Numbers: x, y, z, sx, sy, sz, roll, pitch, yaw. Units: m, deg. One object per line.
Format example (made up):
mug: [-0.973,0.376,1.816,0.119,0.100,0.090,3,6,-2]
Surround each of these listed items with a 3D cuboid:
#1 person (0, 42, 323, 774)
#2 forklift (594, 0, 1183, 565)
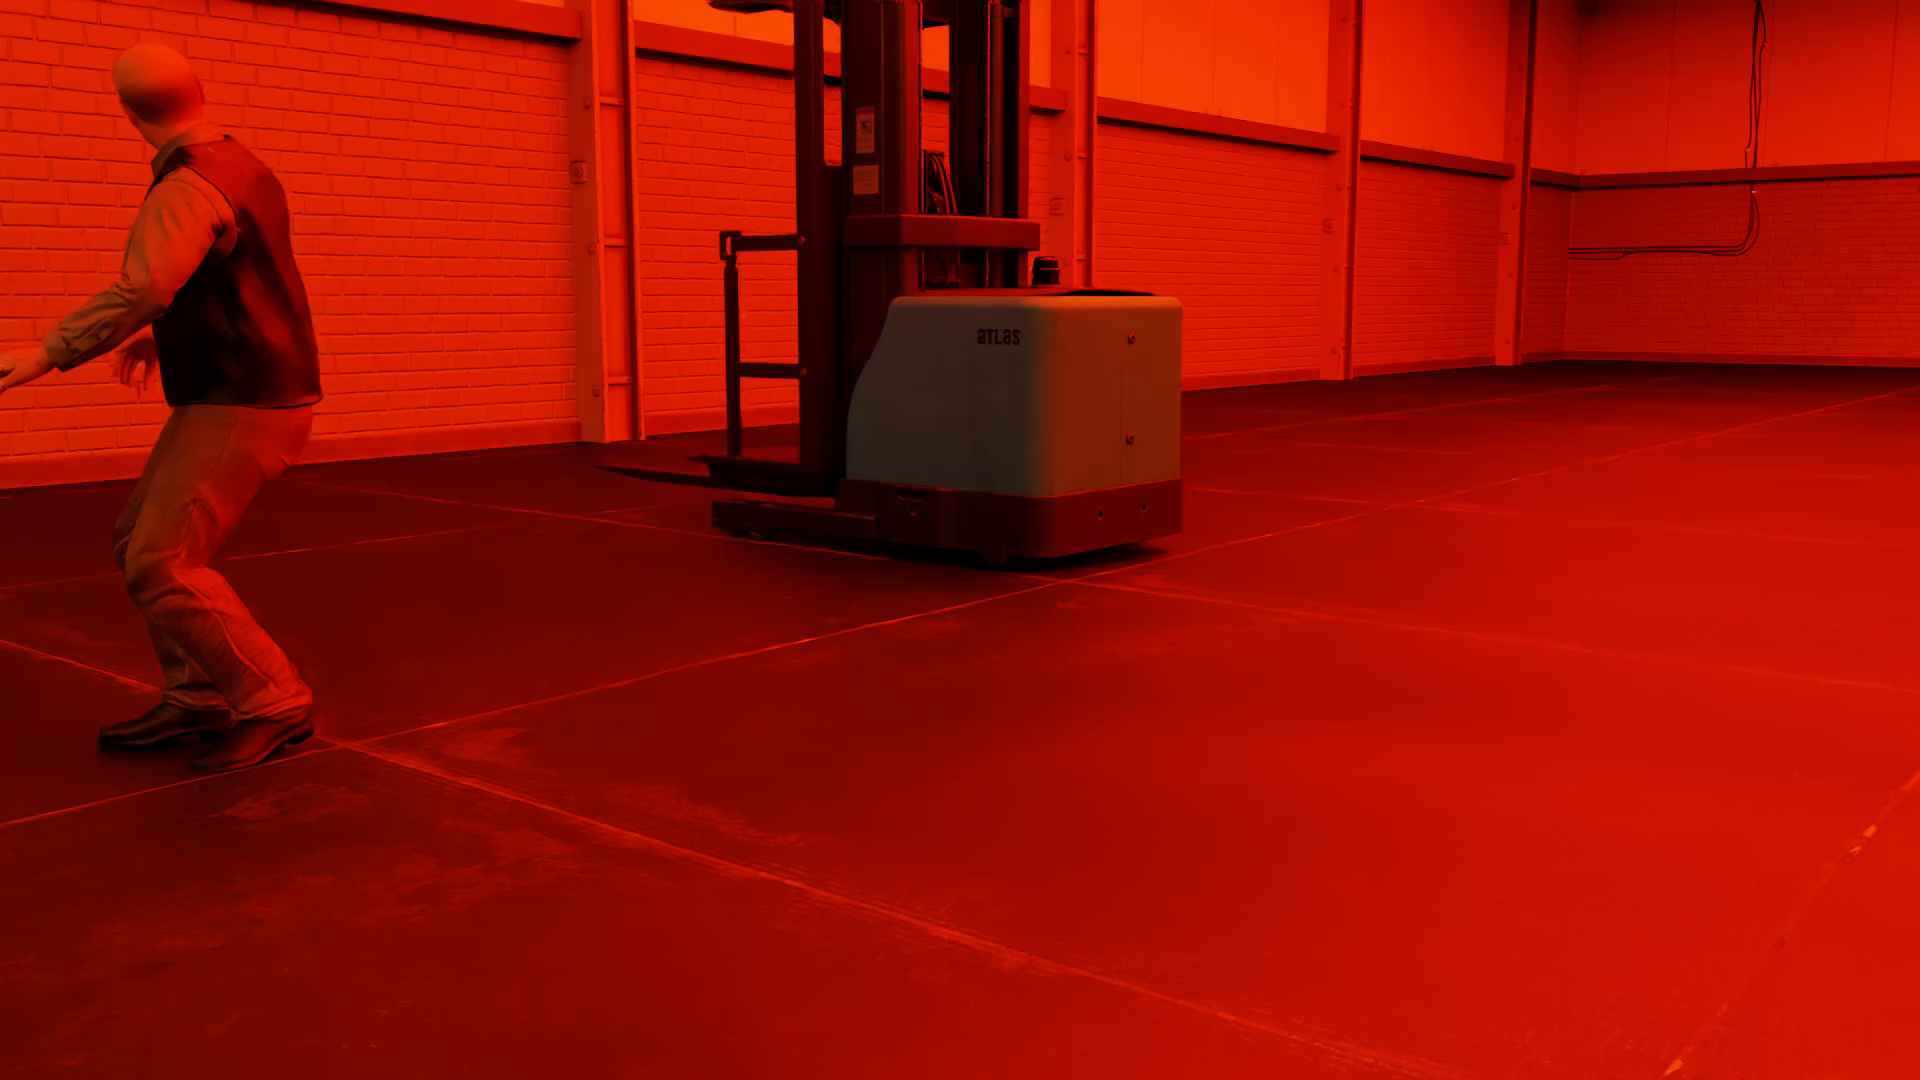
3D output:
person: [-1.854,-0.302,3.876,0.694,1.660,0.770,-3,9,-21]
forklift: [-0.495,-1.502,7.547,3.031,2.935,1.130,7,11,40]
